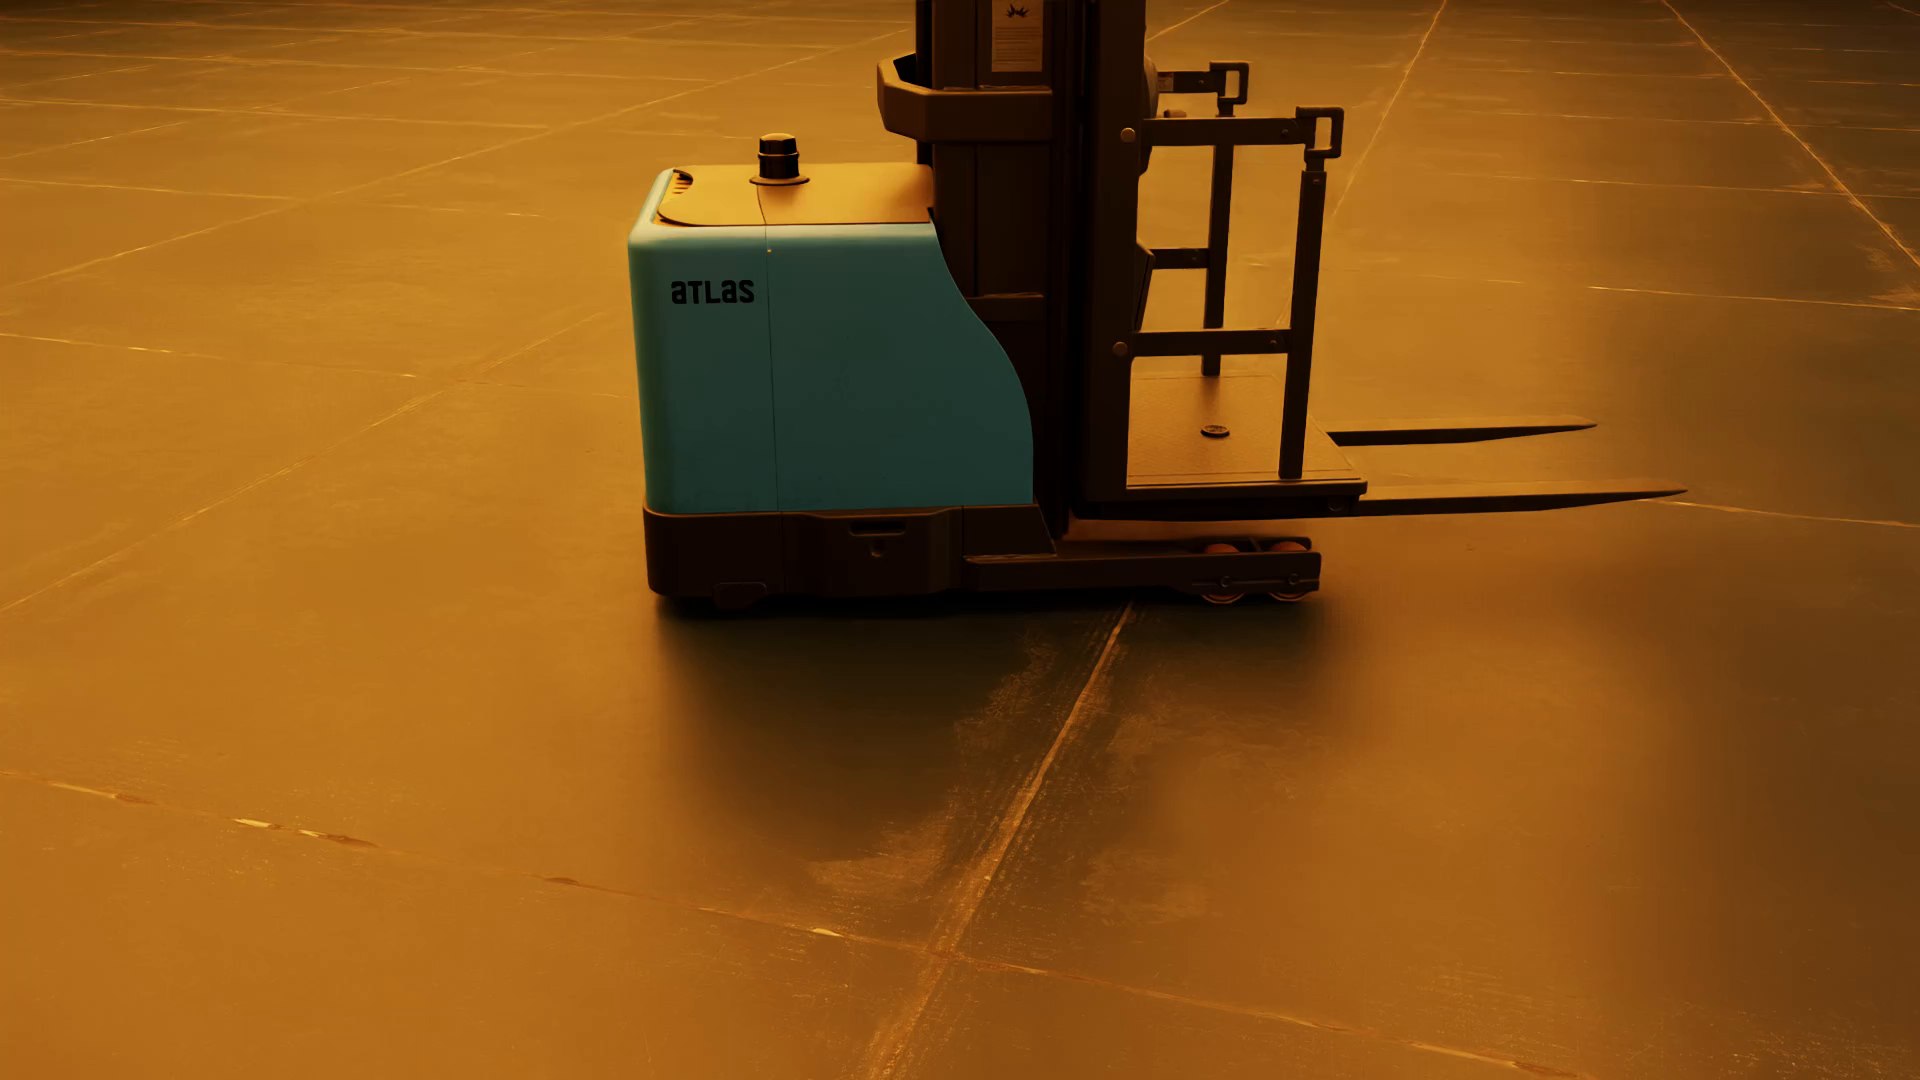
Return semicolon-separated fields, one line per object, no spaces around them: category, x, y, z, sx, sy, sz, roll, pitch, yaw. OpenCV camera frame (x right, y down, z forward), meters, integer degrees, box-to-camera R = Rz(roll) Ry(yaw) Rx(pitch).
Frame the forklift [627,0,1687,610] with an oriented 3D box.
forklift;0.606;-1.374;4.608;3.031;2.935;1.130;-2;23;-4
